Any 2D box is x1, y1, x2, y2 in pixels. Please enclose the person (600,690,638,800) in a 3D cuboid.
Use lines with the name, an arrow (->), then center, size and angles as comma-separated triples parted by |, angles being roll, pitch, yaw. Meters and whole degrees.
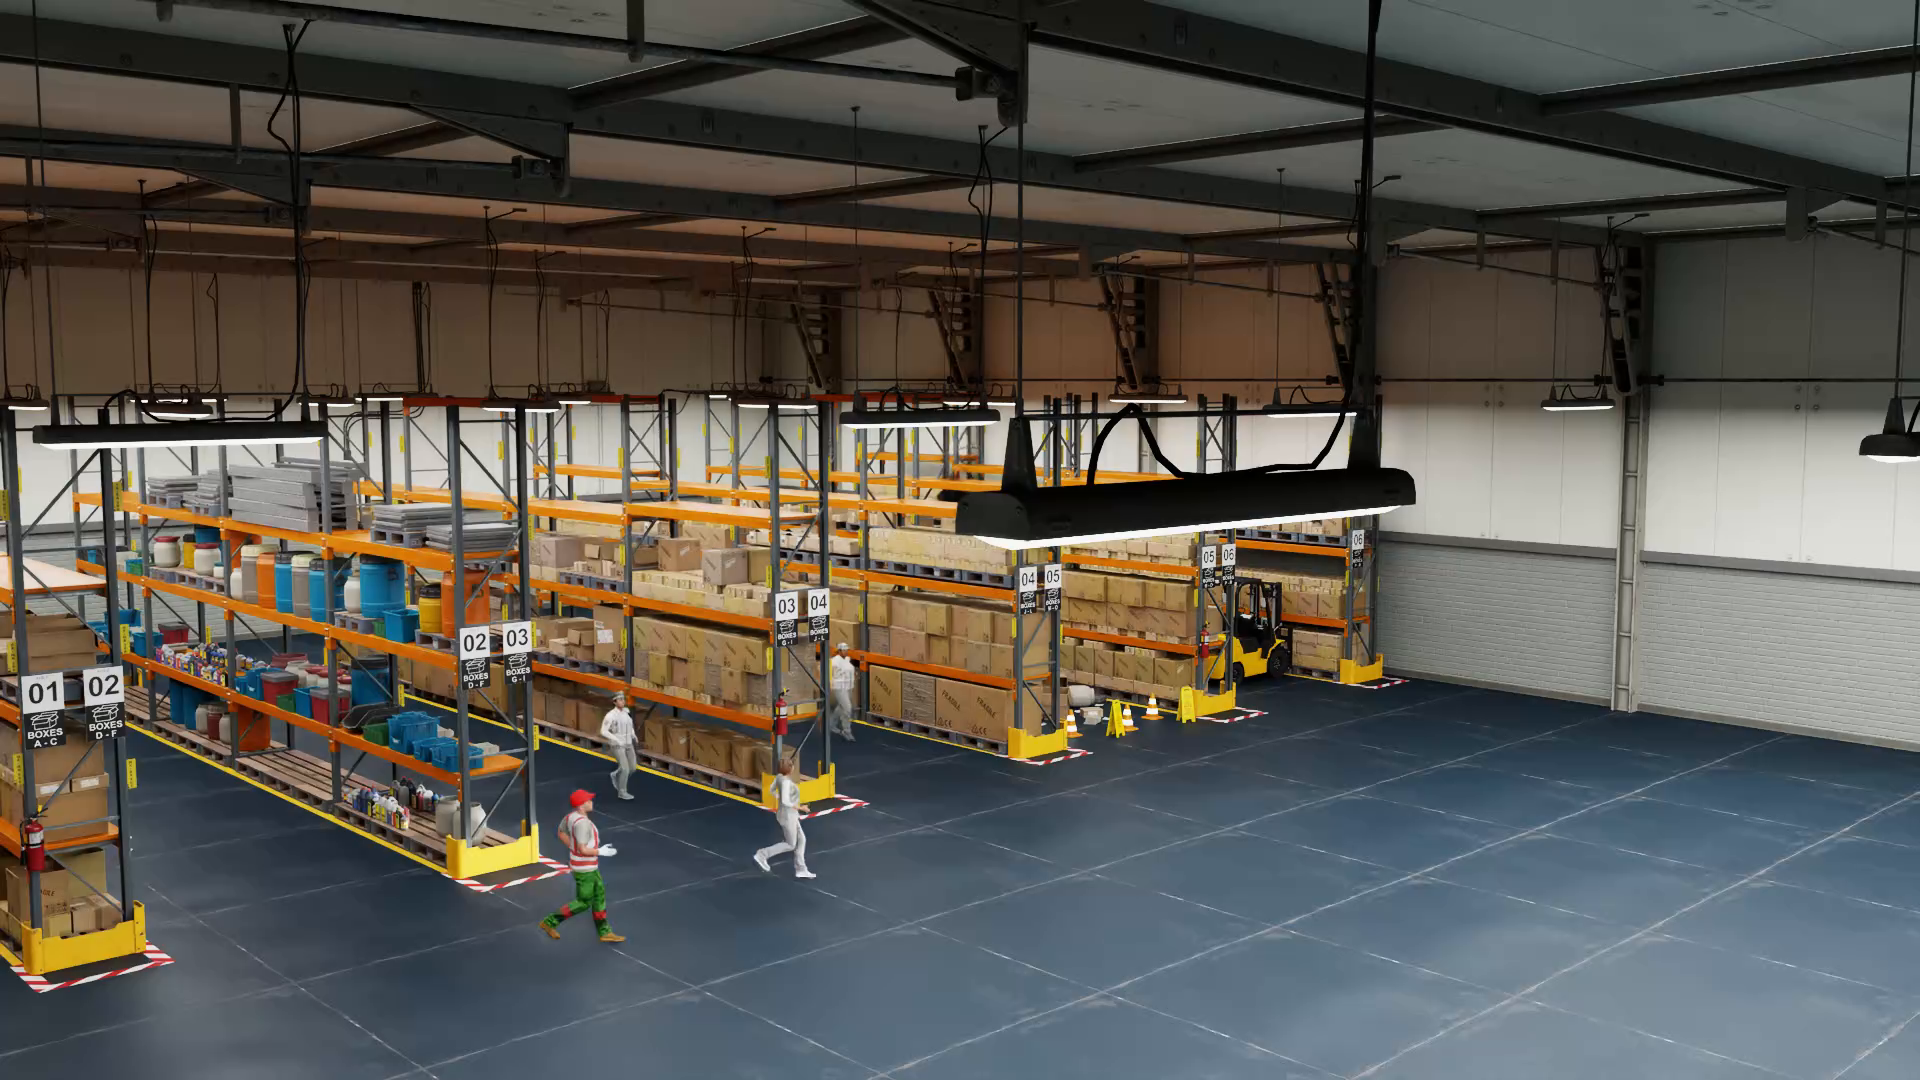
person -> -5.150, 3.080, 25.134 | 0.580, 1.647, 0.614 | 4, 7, 37

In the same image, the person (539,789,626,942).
person -> -4.217, 3.657, 18.510 | 0.956, 1.789, 0.656 | -2, 6, -20

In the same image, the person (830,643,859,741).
person -> -2.088, 2.667, 29.372 | 0.754, 1.727, 0.574 | 4, 7, 33

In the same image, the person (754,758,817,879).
person -> -2.218, 3.530, 21.024 | 0.805, 1.585, 0.552 | -1, 6, -13
